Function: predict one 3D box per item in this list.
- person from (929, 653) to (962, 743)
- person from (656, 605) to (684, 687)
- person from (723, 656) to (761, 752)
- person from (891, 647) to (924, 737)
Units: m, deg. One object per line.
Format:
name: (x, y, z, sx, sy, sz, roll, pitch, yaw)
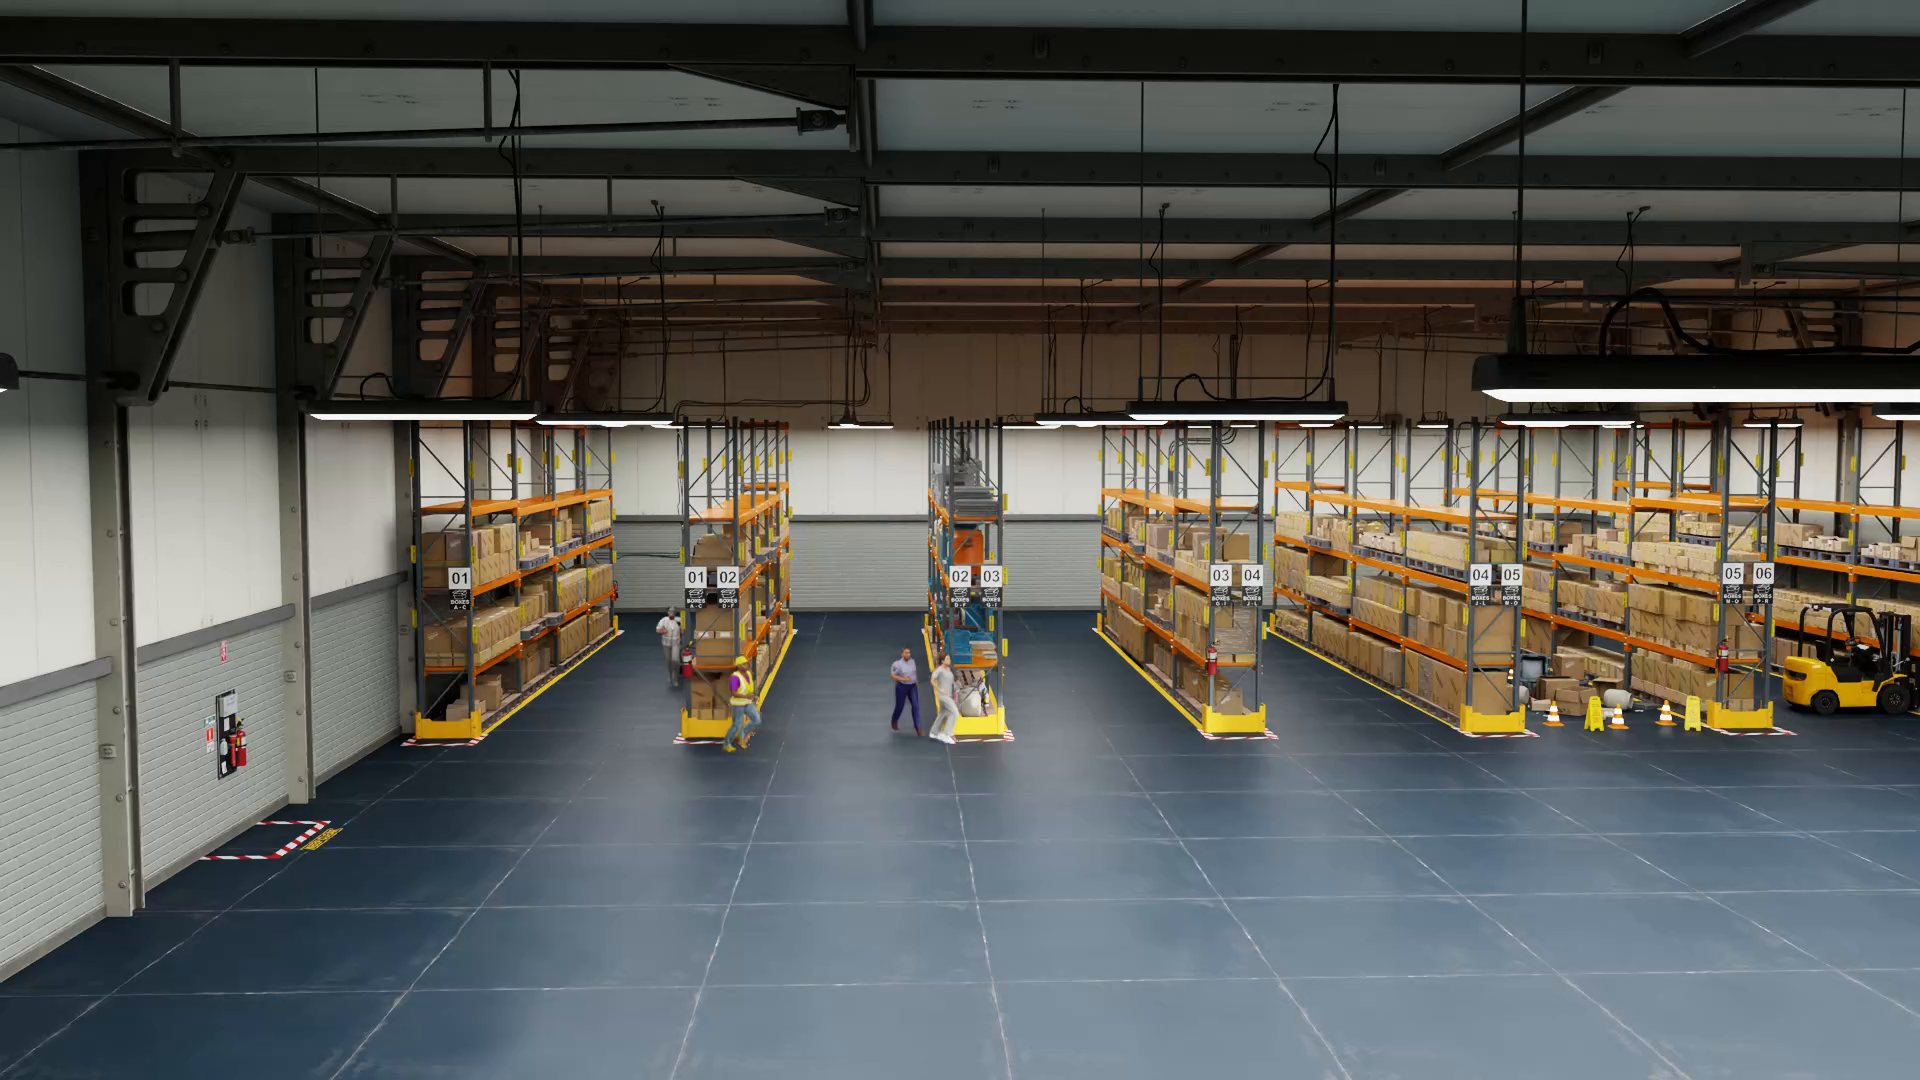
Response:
person: (-0.286, 2.918, 30.569, 0.644, 1.704, 0.556, 1, 4, 12)
person: (-6.562, 2.389, 37.686, 0.631, 1.847, 0.830, -1, 4, -8)
person: (-3.850, 2.911, 29.588, 0.806, 1.716, 0.721, 2, 4, 33)
person: (-1.042, 2.845, 31.360, 0.615, 1.644, 0.915, -2, 4, -26)
